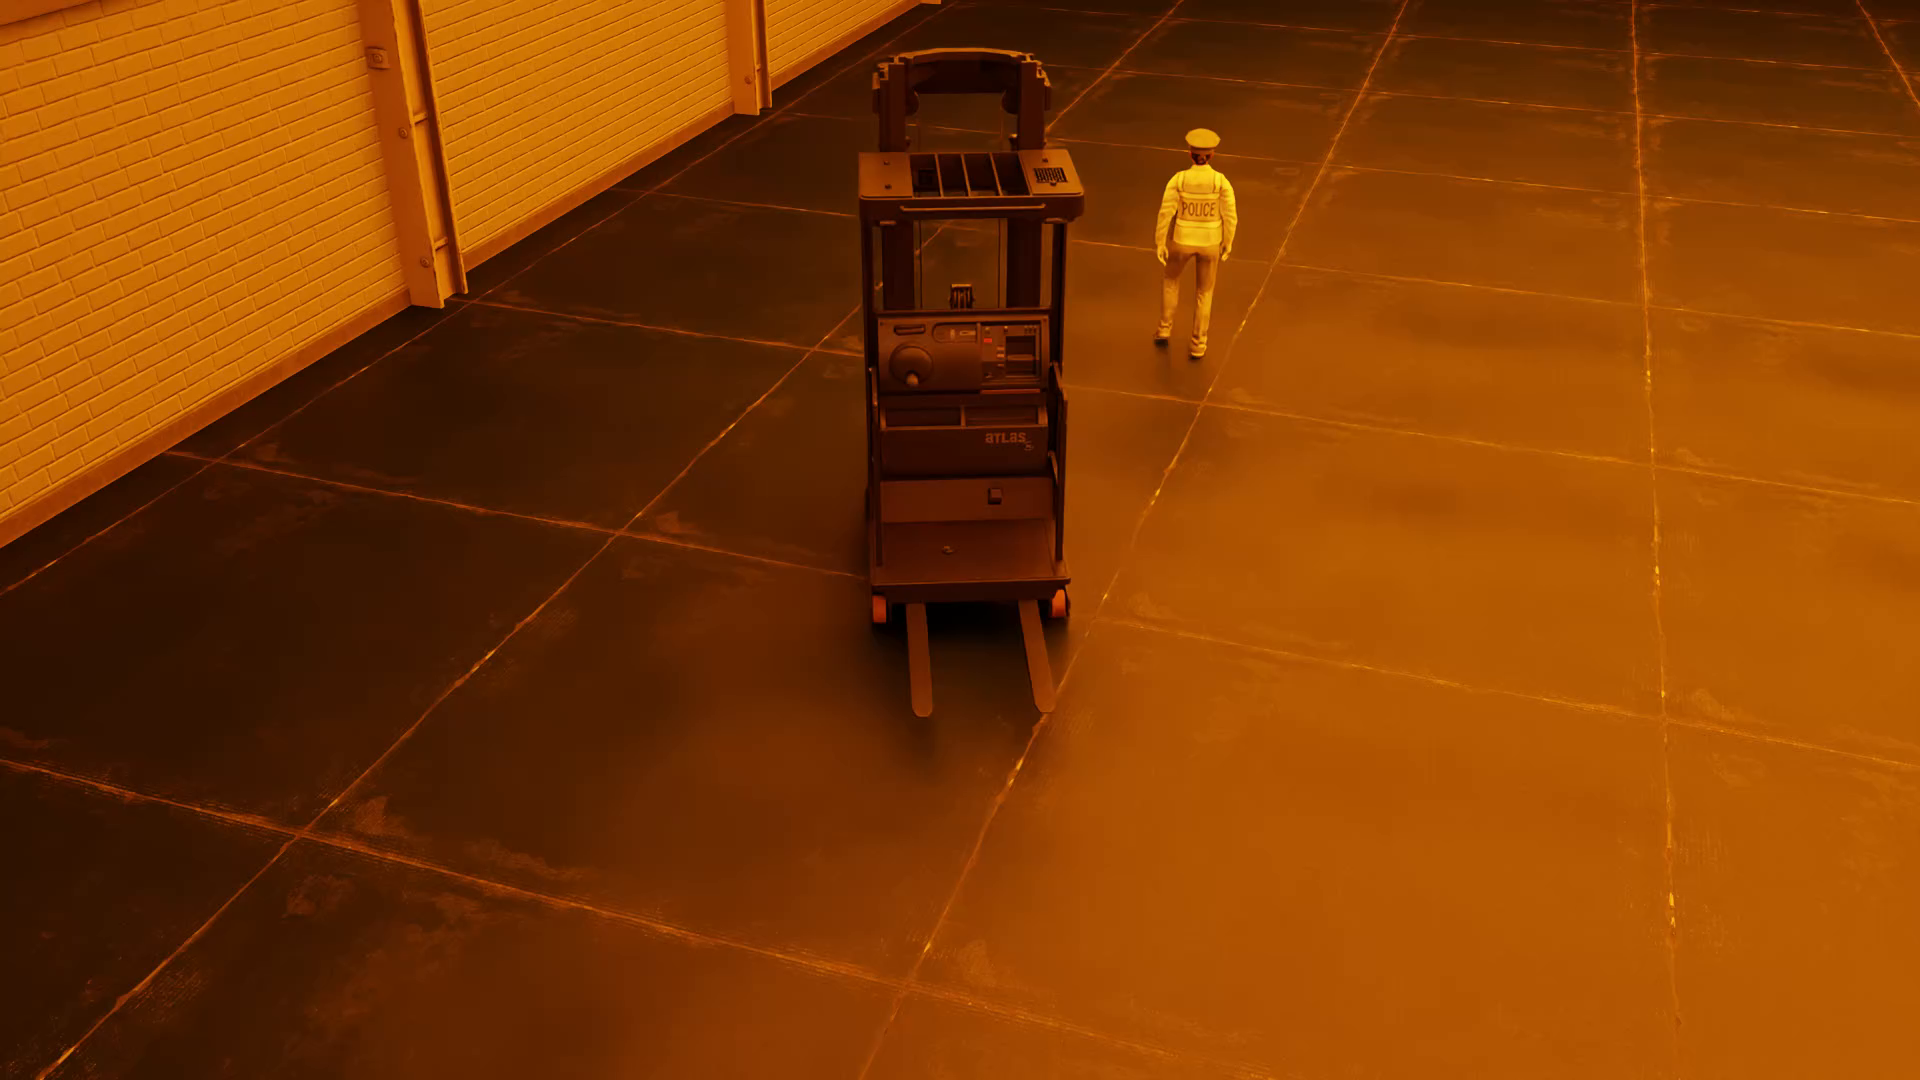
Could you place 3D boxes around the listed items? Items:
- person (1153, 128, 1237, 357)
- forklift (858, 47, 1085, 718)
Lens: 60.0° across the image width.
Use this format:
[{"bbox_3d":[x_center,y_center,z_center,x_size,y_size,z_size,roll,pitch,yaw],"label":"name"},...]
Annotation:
[{"bbox_3d":[1.740,-2.182,12.318,0.584,1.720,0.509,4,30,8],"label":"person"},{"bbox_3d":[0.035,-0.972,8.842,1.130,2.935,3.031,-2,30,-3],"label":"forklift"}]
